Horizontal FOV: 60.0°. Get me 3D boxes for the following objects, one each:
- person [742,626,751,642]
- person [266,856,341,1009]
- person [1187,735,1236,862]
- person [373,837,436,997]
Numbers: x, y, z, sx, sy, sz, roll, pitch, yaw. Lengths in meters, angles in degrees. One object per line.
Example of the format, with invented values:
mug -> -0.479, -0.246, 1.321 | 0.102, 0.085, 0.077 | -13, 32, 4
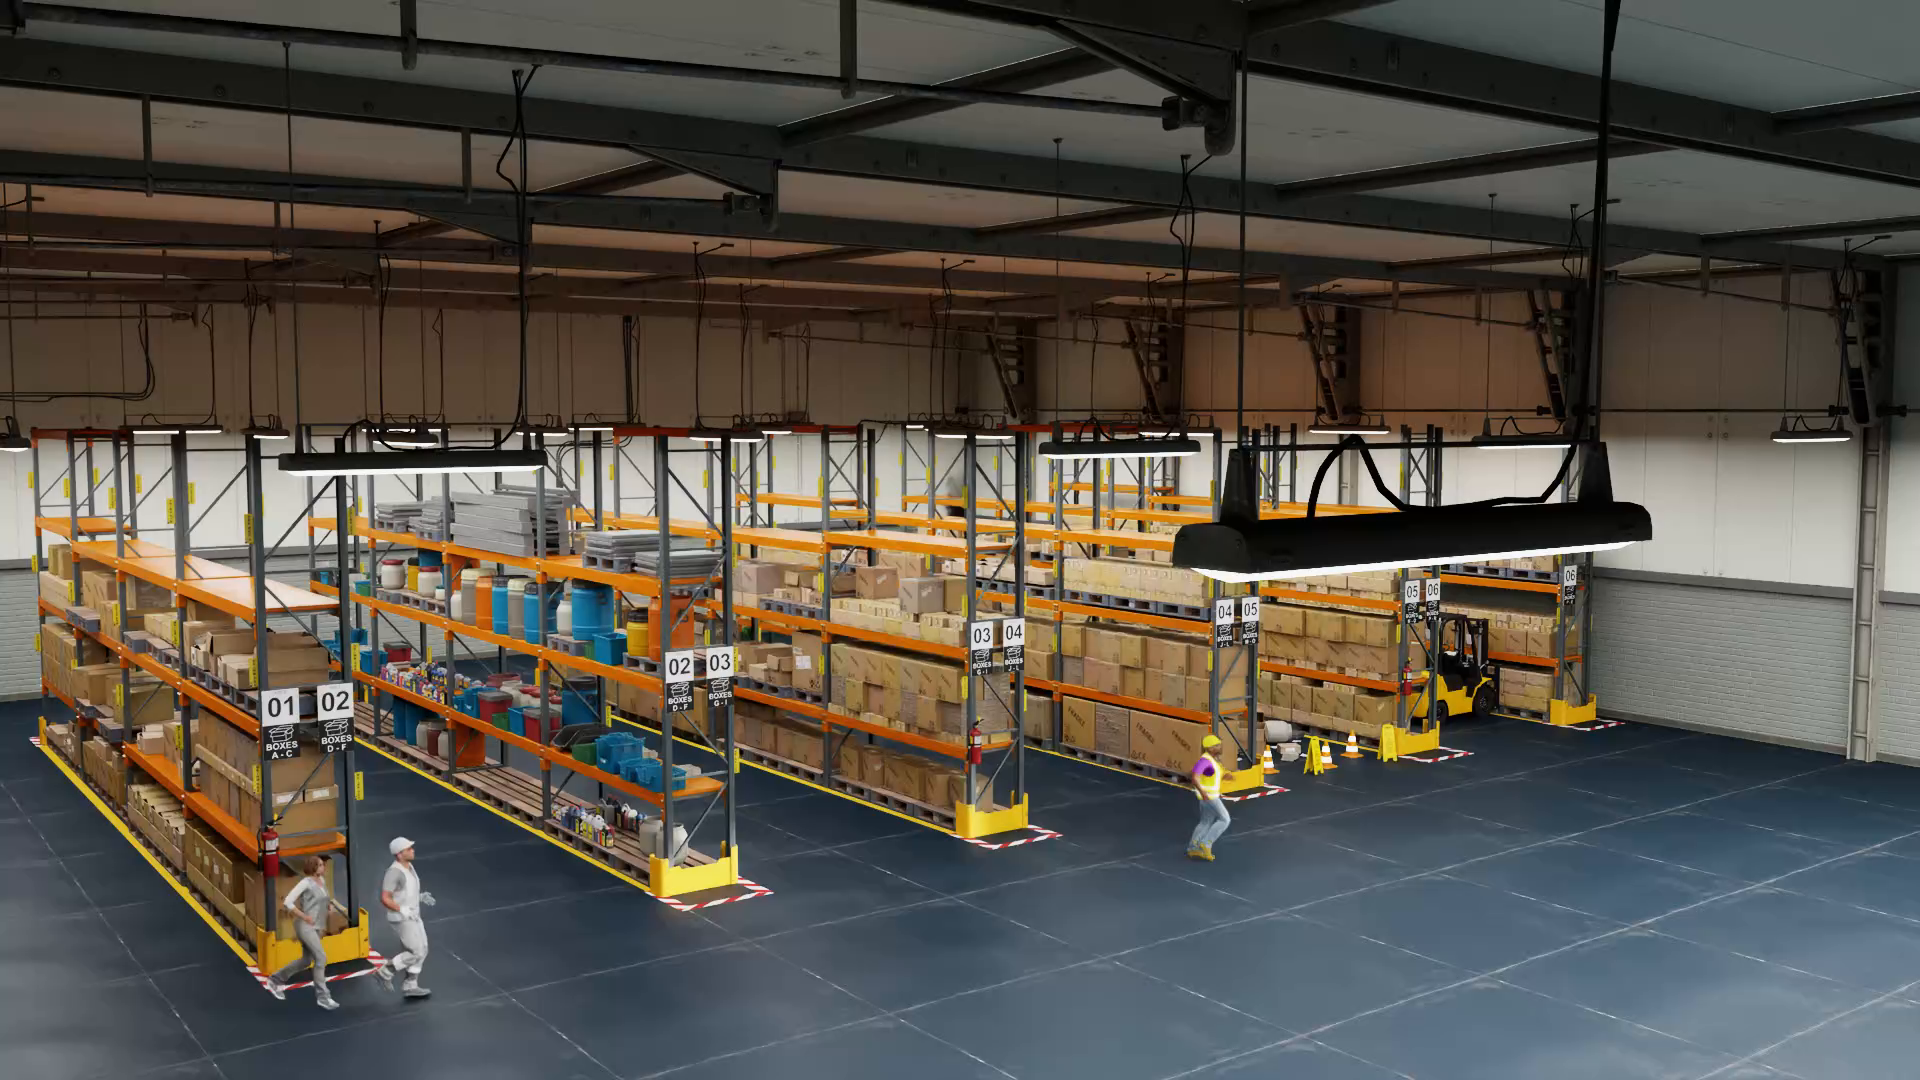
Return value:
person -> -5.320, 2.167, 41.970 | 0.670, 1.784, 0.717 | 1, 5, 7
person -> -6.965, 4.166, 17.750 | 0.815, 1.598, 0.569 | 0, 4, 3
person -> 3.550, 3.624, 23.420 | 0.679, 1.767, 0.668 | 0, 4, 6
person -> -5.996, 4.055, 17.882 | 0.601, 1.747, 0.684 | 0, 4, -4
